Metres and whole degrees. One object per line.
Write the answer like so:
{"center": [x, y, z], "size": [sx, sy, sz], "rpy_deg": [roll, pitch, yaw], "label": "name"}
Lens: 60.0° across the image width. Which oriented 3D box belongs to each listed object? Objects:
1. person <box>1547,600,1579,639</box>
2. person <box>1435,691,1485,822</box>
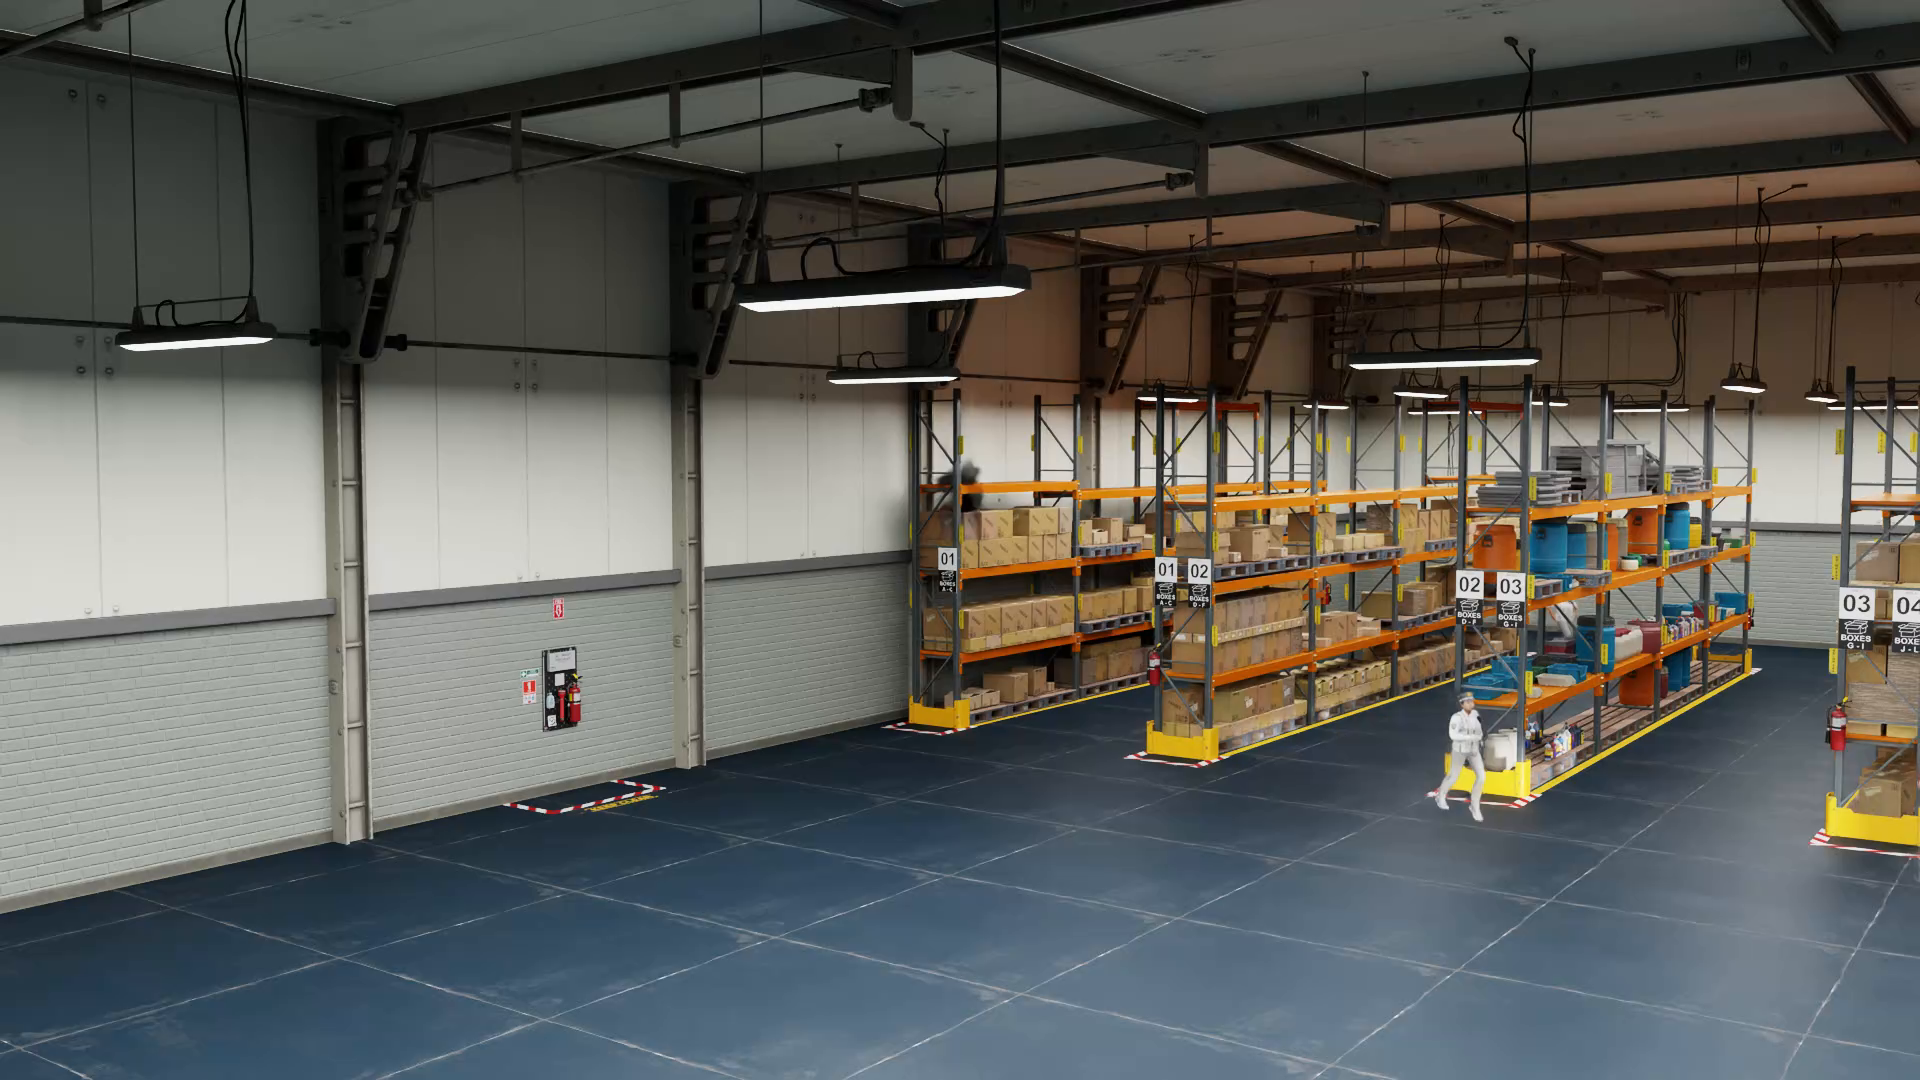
{"center": [14.313, 1.946, 39.397], "size": [0.714, 1.682, 0.659], "rpy_deg": [-1, 3, -10], "label": "person"}
{"center": [6.802, 2.884, 22.407], "size": [0.623, 1.742, 0.876], "rpy_deg": [-1, 3, -17], "label": "person"}
